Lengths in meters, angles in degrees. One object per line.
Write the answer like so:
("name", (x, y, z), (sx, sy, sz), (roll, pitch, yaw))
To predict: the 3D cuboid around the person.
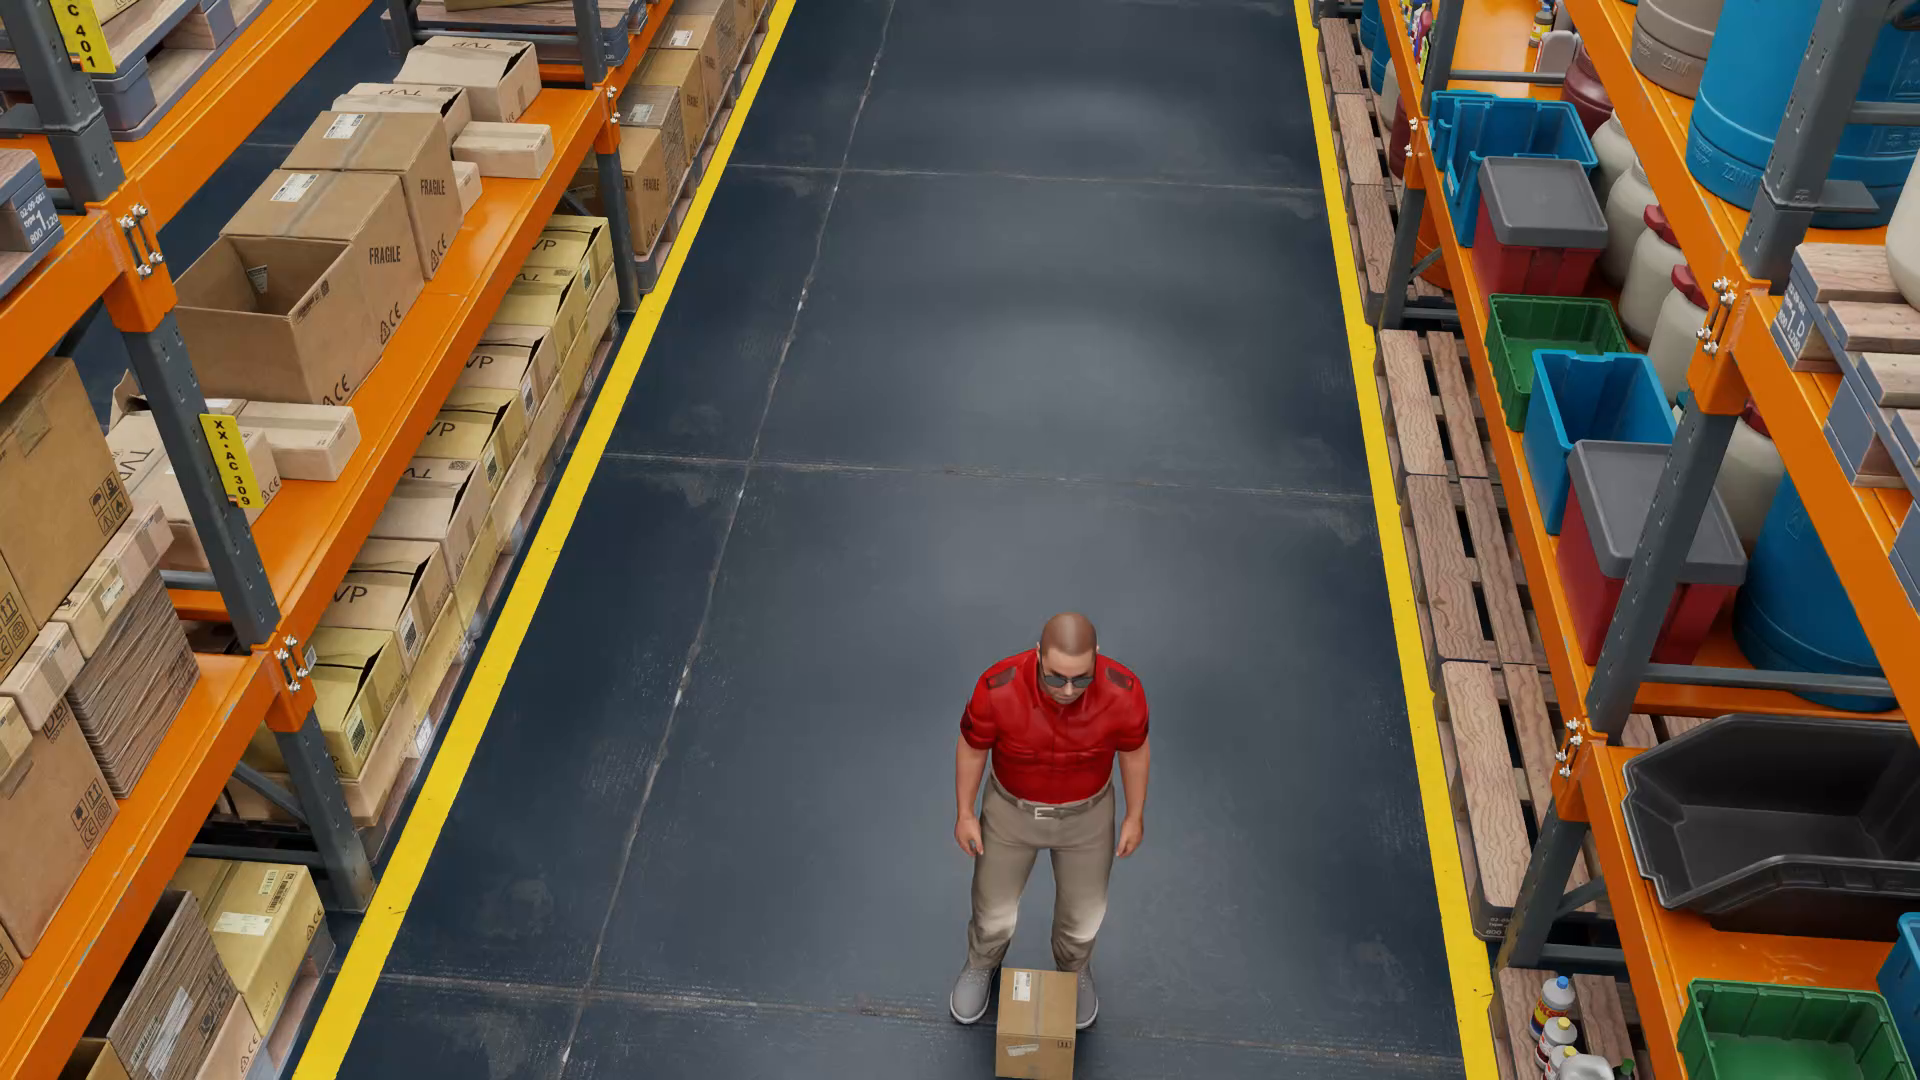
("person", (0.272, 0.850, 5.145), (0.603, 1.728, 0.384), (2, 40, 2))
